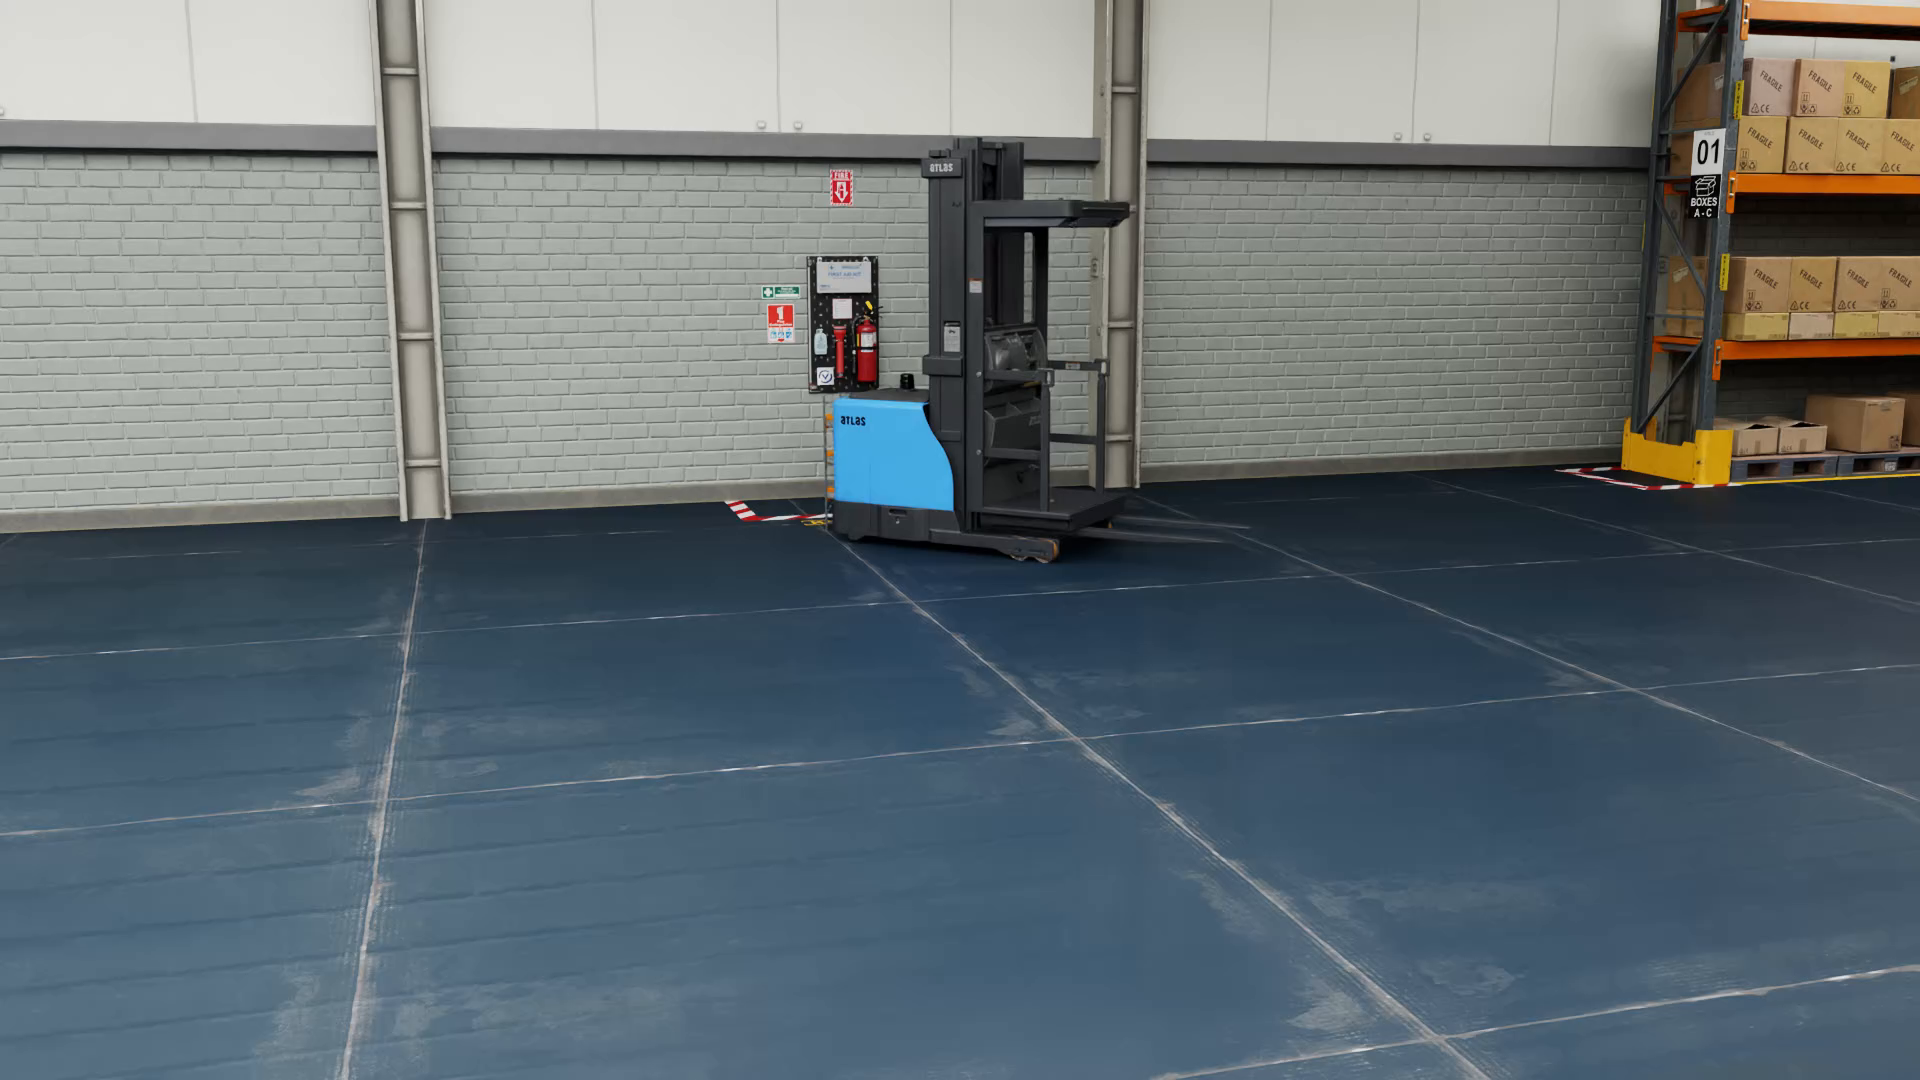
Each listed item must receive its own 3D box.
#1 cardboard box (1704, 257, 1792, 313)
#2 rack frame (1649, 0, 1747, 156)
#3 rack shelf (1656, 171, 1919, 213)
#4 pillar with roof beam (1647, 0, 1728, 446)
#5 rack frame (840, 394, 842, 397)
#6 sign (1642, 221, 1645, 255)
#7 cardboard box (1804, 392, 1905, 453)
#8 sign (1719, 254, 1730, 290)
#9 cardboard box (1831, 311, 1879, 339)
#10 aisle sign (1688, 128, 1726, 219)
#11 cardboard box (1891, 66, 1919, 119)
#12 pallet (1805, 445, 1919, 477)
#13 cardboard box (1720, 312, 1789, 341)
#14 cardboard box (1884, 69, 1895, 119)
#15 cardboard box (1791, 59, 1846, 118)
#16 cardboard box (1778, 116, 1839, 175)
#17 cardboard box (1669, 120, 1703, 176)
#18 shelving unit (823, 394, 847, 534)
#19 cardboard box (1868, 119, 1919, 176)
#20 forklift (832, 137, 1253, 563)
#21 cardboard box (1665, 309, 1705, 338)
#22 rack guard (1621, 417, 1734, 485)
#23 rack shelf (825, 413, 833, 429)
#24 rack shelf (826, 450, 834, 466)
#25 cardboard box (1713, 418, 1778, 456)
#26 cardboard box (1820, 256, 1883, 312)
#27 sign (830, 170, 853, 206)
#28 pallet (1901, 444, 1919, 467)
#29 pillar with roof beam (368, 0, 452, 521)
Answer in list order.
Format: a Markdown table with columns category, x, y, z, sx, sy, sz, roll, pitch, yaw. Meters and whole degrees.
| category | x | y | z | sx | sy | sz | roll | pitch | yaw |
| --- | --- | --- | --- | --- | --- | --- | --- | --- | --- |
| cardboard box | 7.281 | -2.362 | 15.378 | 0.500 | 0.500 | 0.500 | -3 | 11 | -16 |
| rack frame | 6.739 | -5.035 | 15.043 | 0.127 | 3.000 | 1.000 | -3 | 11 | -16 |
| rack shelf | 8.659 | -3.307 | 15.930 | 4.000 | 0.370 | 1.077 | -3 | 11 | -16 |
| pillar with roof beam | 8.372 | -4.473 | 11.987 | 0.400 | 9.000 | 9.100 | -3 | 11 | -16 |
| rack frame | -0.841 | -0.612 | 12.967 | 0.200 | 1.050 | 0.008 | 5 | 11 | 27 |
| sign | 6.603 | -2.907 | 15.982 | 0.005 | 0.325 | 0.100 | -3 | 11 | -16 |
| cardboard box | 8.694 | -1.149 | 16.189 | 0.500 | 0.500 | 0.700 | -4 | 11 | -20 |
| sign | 6.891 | -2.416 | 14.996 | 0.005 | 0.325 | 0.100 | -3 | 11 | -16 |
| cardboard box | 8.281 | -2.044 | 15.723 | 0.500 | 0.250 | 0.500 | -3 | 11 | -17 |
| aisle sign | 6.754 | -3.308 | 15.048 | 0.004 | 0.787 | 0.394 | -3 | 11 | -16 |
| cardboard box | 9.152 | -4.183 | 15.605 | 0.500 | 0.500 | 0.500 | -3 | 11 | -18 |
| pallet | 8.771 | -0.813 | 16.381 | 1.213 | 0.211 | 1.003 | -3 | 11 | -16 |
| cardboard box | 7.296 | -1.990 | 15.432 | 0.500 | 0.250 | 0.500 | -3 | 11 | -18 |
| cardboard box | 8.565 | -4.253 | 15.985 | 0.500 | 0.500 | 0.500 | -3 | 11 | -16 |
| cardboard box | 7.672 | -4.105 | 15.180 | 0.500 | 0.500 | 0.500 | -3 | 11 | -17 |
| cardboard box | 7.655 | -3.613 | 15.274 | 0.500 | 0.500 | 0.500 | -2 | 11 | -12 |
| cardboard box | 7.069 | -3.684 | 15.658 | 0.500 | 0.500 | 0.500 | -2 | 11 | -12 |
| shelving unit | -0.898 | -0.593 | 12.861 | 0.215 | 1.050 | 0.252 | 5 | 11 | 27 |
| cardboard box | 8.661 | -3.671 | 15.588 | 0.500 | 0.500 | 0.500 | -2 | 11 | -12 |
| forklift | 0.588 | -1.390 | 11.999 | 3.031 | 2.935 | 1.130 | 5 | 12 | 27 |
| cardboard box | 7.133 | -2.078 | 15.910 | 0.500 | 0.250 | 0.500 | -3 | 11 | -15 |
| rack guard | 6.812 | -0.859 | 15.834 | 0.348 | 0.500 | 1.175 | -3 | 11 | -16 |
| rack shelf | -0.900 | -0.862 | 12.812 | 0.215 | 0.259 | 0.240 | 5 | 11 | 27 |
| rack shelf | -0.898 | -0.582 | 12.863 | 0.215 | 0.259 | 0.240 | 5 | 11 | 27 |
| cardboard box | 7.428 | -0.998 | 15.895 | 0.500 | 0.311 | 0.500 | -4 | 11 | -22 |
| cardboard box | 8.256 | -2.410 | 15.640 | 0.500 | 0.500 | 0.500 | -3 | 11 | -18 |
| sign | -1.011 | -3.006 | 14.185 | 0.199 | 0.298 | 0.001 | -3 | 11 | -16 |
| pallet | 9.944 | -0.876 | 16.720 | 1.213 | 0.211 | 1.003 | -3 | 11 | -16 |
| pillar with roof beam | -3.149 | -3.865 | 8.689 | 0.400 | 9.000 | 9.100 | -3 | 11 | -16 |
